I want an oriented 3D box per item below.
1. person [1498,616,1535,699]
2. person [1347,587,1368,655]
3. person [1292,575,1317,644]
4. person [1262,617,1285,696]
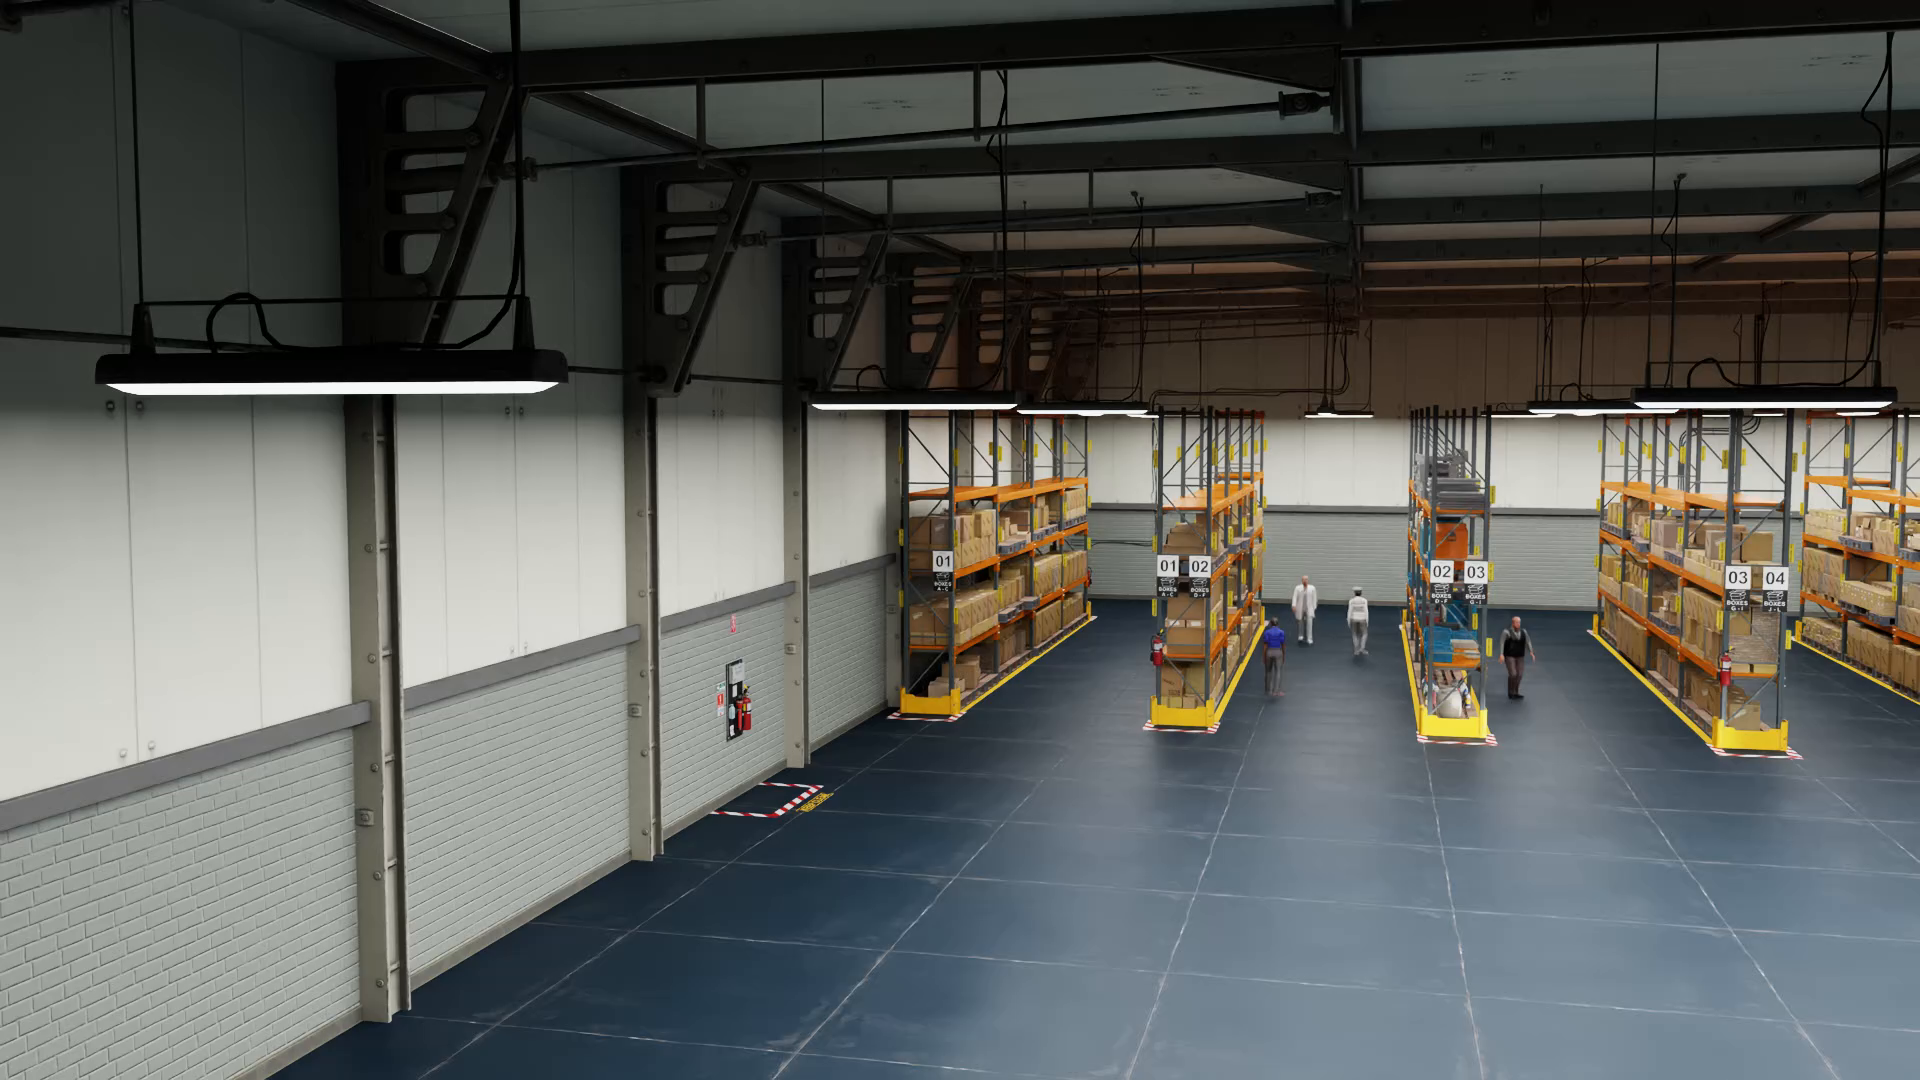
[{"bbox_3d":[11.441,2.462,34.248,0.675,1.795,0.520,-1,4,-14],"label":"person"},{"bbox_3d":[9.714,1.984,40.589,0.513,1.673,0.499,1,4,11],"label":"person"},{"bbox_3d":[8.842,1.769,42.699,0.649,1.715,1.129,1,4,9],"label":"person"},{"bbox_3d":[6.559,2.415,34.696,0.477,1.643,0.744,1,4,15],"label":"person"}]
